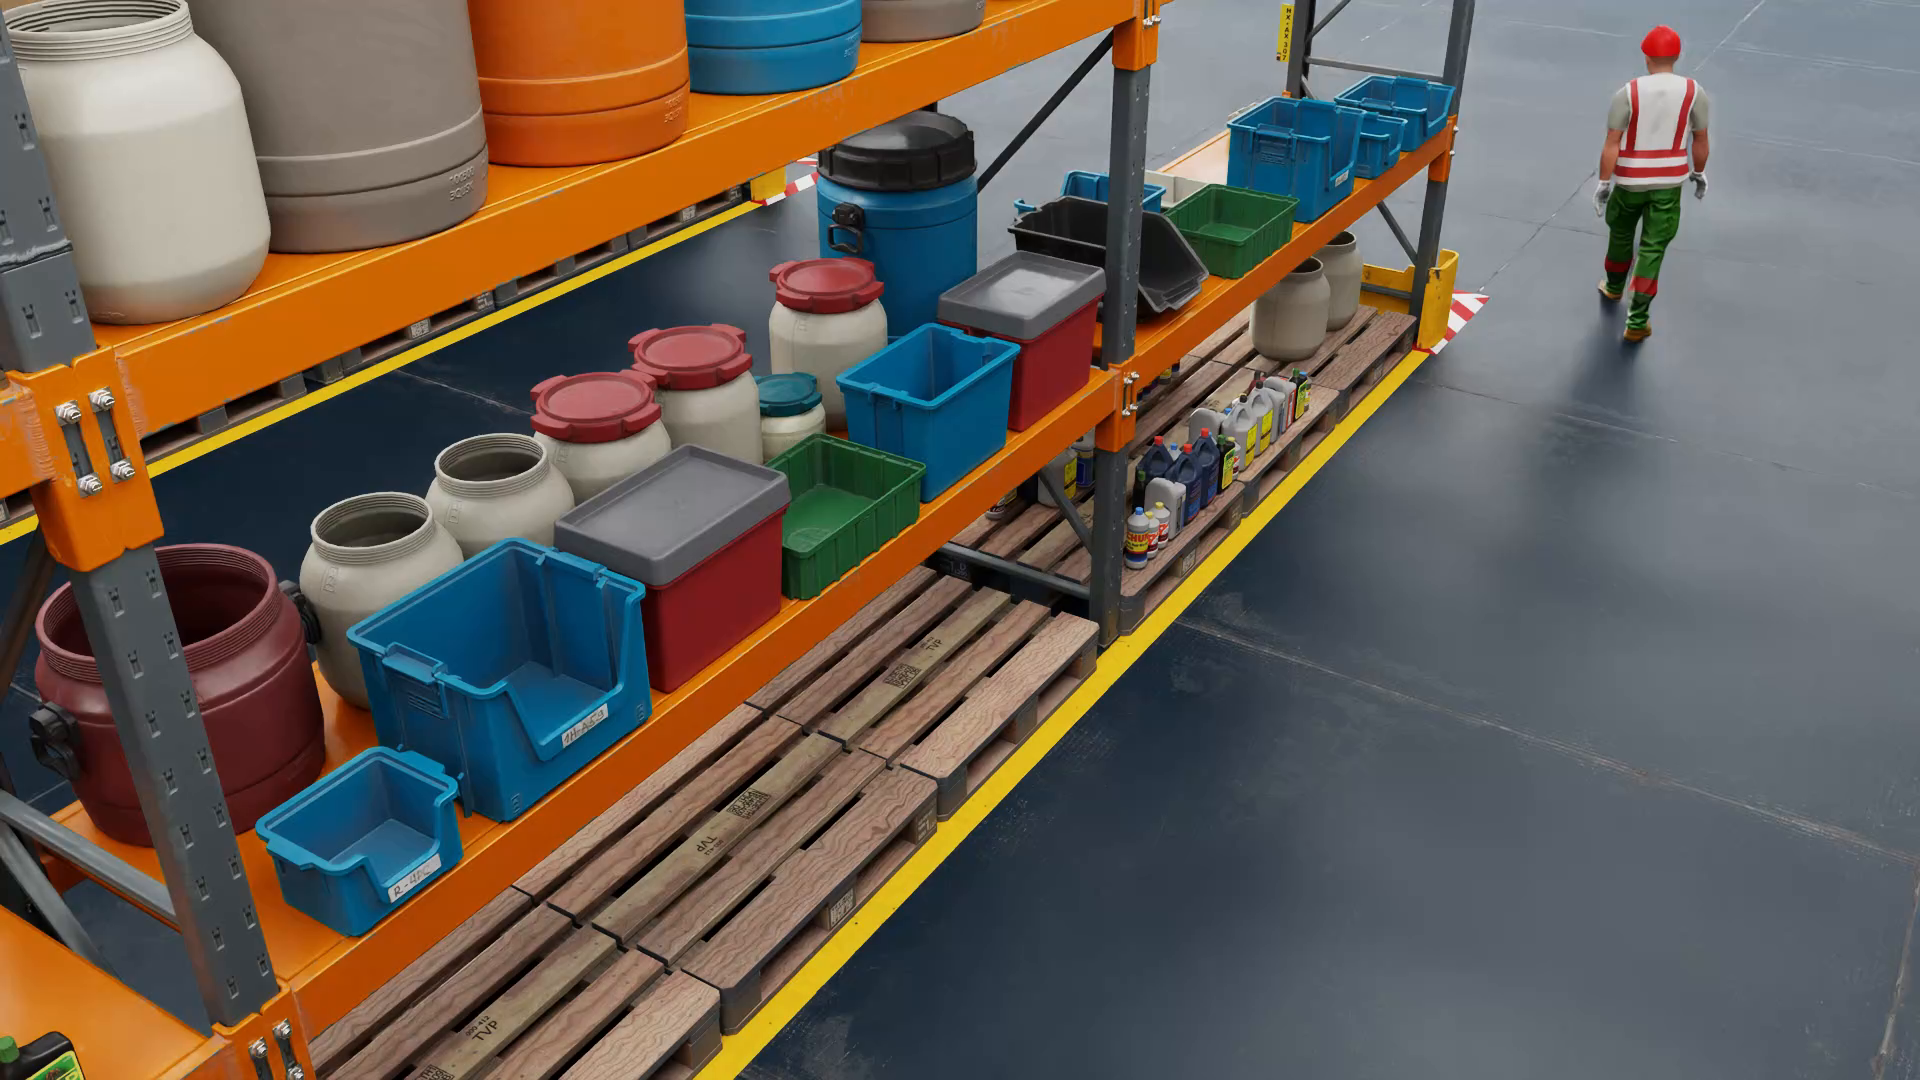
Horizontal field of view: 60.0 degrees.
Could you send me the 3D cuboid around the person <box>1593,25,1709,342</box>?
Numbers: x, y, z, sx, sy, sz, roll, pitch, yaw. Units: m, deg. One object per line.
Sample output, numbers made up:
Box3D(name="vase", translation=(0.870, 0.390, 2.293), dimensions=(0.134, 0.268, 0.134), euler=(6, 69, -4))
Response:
Box3D(name="person", translation=(4.064, -2.136, 9.752), dimensions=(0.611, 1.730, 0.959), euler=(13, 32, 20))
